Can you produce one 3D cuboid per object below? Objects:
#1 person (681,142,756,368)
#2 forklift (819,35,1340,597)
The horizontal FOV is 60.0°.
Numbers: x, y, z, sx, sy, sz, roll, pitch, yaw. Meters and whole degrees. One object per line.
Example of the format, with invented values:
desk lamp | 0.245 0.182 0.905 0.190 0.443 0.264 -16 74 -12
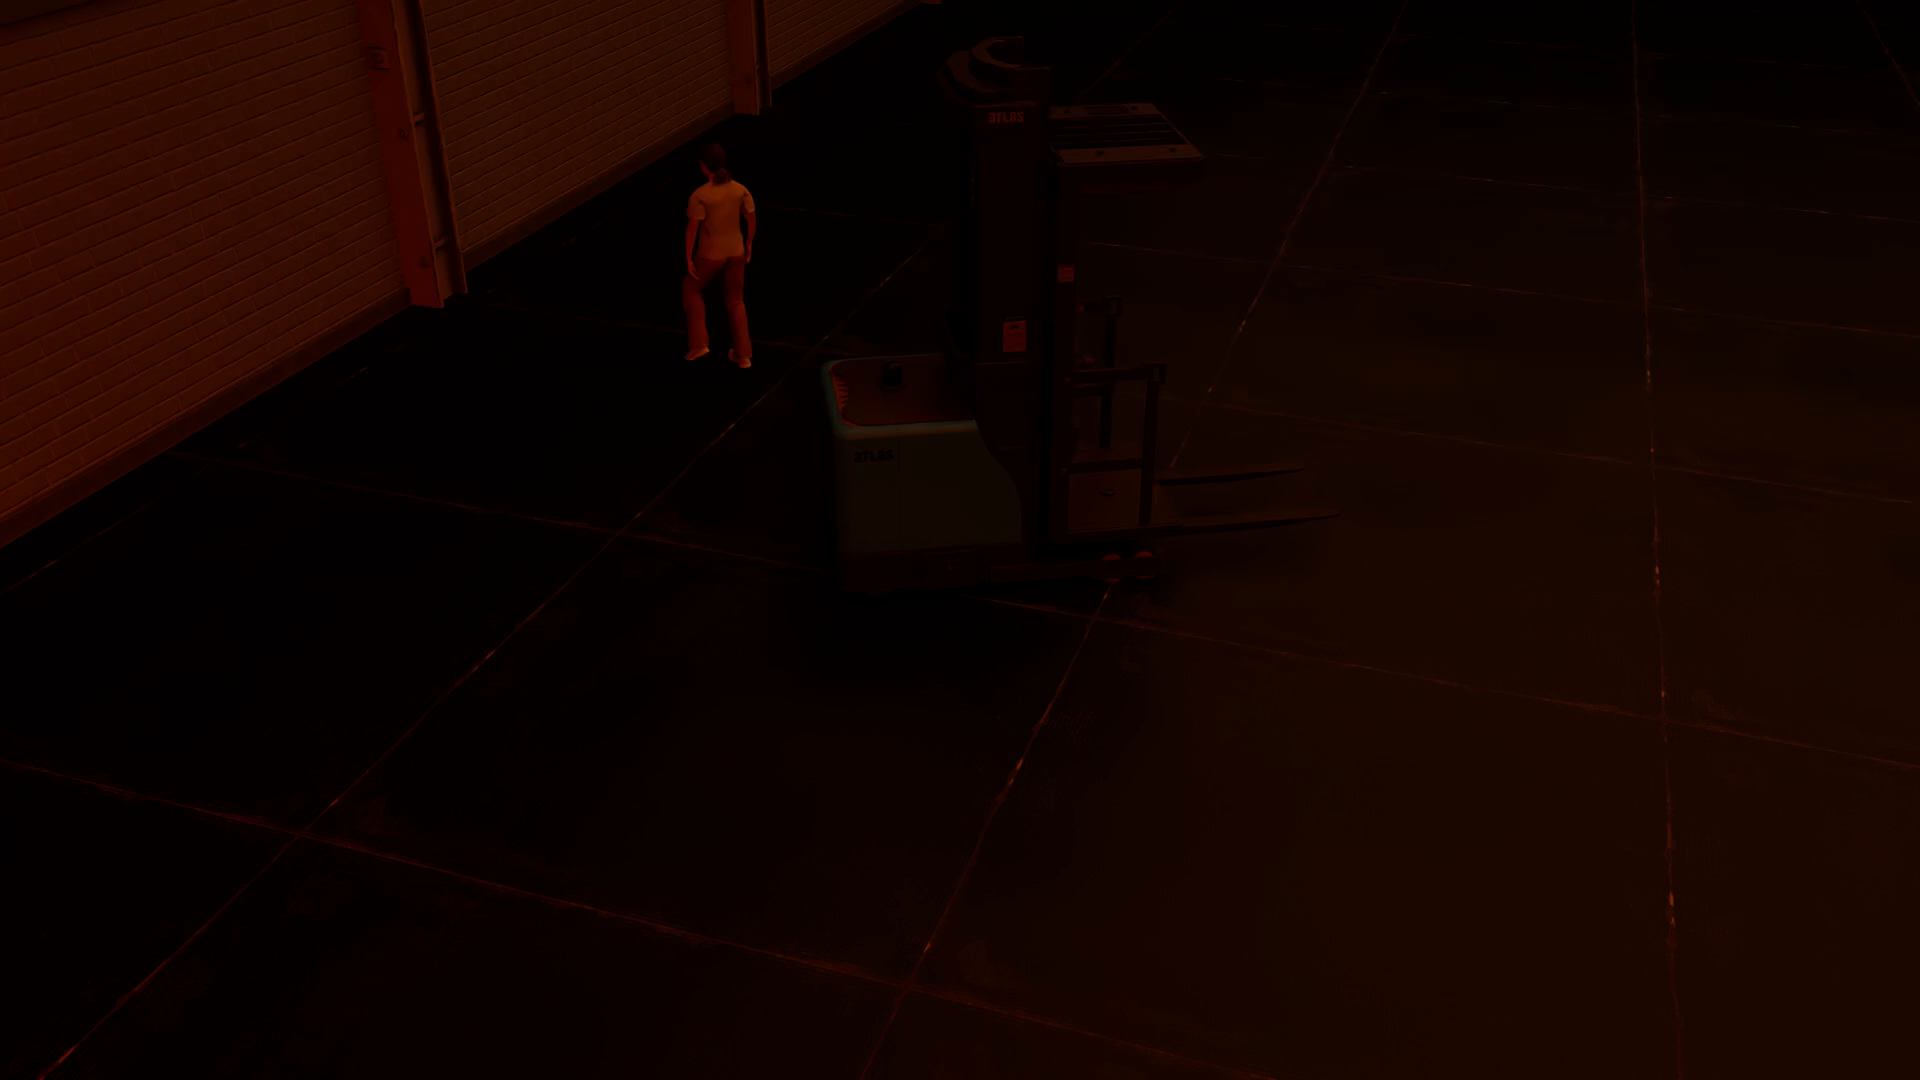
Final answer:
person | -1.750 -2.046 12.078 0.564 1.710 0.497 -17 34 -27
forklift | 0.721 -1.280 9.381 3.031 2.935 1.130 -4 30 -8
